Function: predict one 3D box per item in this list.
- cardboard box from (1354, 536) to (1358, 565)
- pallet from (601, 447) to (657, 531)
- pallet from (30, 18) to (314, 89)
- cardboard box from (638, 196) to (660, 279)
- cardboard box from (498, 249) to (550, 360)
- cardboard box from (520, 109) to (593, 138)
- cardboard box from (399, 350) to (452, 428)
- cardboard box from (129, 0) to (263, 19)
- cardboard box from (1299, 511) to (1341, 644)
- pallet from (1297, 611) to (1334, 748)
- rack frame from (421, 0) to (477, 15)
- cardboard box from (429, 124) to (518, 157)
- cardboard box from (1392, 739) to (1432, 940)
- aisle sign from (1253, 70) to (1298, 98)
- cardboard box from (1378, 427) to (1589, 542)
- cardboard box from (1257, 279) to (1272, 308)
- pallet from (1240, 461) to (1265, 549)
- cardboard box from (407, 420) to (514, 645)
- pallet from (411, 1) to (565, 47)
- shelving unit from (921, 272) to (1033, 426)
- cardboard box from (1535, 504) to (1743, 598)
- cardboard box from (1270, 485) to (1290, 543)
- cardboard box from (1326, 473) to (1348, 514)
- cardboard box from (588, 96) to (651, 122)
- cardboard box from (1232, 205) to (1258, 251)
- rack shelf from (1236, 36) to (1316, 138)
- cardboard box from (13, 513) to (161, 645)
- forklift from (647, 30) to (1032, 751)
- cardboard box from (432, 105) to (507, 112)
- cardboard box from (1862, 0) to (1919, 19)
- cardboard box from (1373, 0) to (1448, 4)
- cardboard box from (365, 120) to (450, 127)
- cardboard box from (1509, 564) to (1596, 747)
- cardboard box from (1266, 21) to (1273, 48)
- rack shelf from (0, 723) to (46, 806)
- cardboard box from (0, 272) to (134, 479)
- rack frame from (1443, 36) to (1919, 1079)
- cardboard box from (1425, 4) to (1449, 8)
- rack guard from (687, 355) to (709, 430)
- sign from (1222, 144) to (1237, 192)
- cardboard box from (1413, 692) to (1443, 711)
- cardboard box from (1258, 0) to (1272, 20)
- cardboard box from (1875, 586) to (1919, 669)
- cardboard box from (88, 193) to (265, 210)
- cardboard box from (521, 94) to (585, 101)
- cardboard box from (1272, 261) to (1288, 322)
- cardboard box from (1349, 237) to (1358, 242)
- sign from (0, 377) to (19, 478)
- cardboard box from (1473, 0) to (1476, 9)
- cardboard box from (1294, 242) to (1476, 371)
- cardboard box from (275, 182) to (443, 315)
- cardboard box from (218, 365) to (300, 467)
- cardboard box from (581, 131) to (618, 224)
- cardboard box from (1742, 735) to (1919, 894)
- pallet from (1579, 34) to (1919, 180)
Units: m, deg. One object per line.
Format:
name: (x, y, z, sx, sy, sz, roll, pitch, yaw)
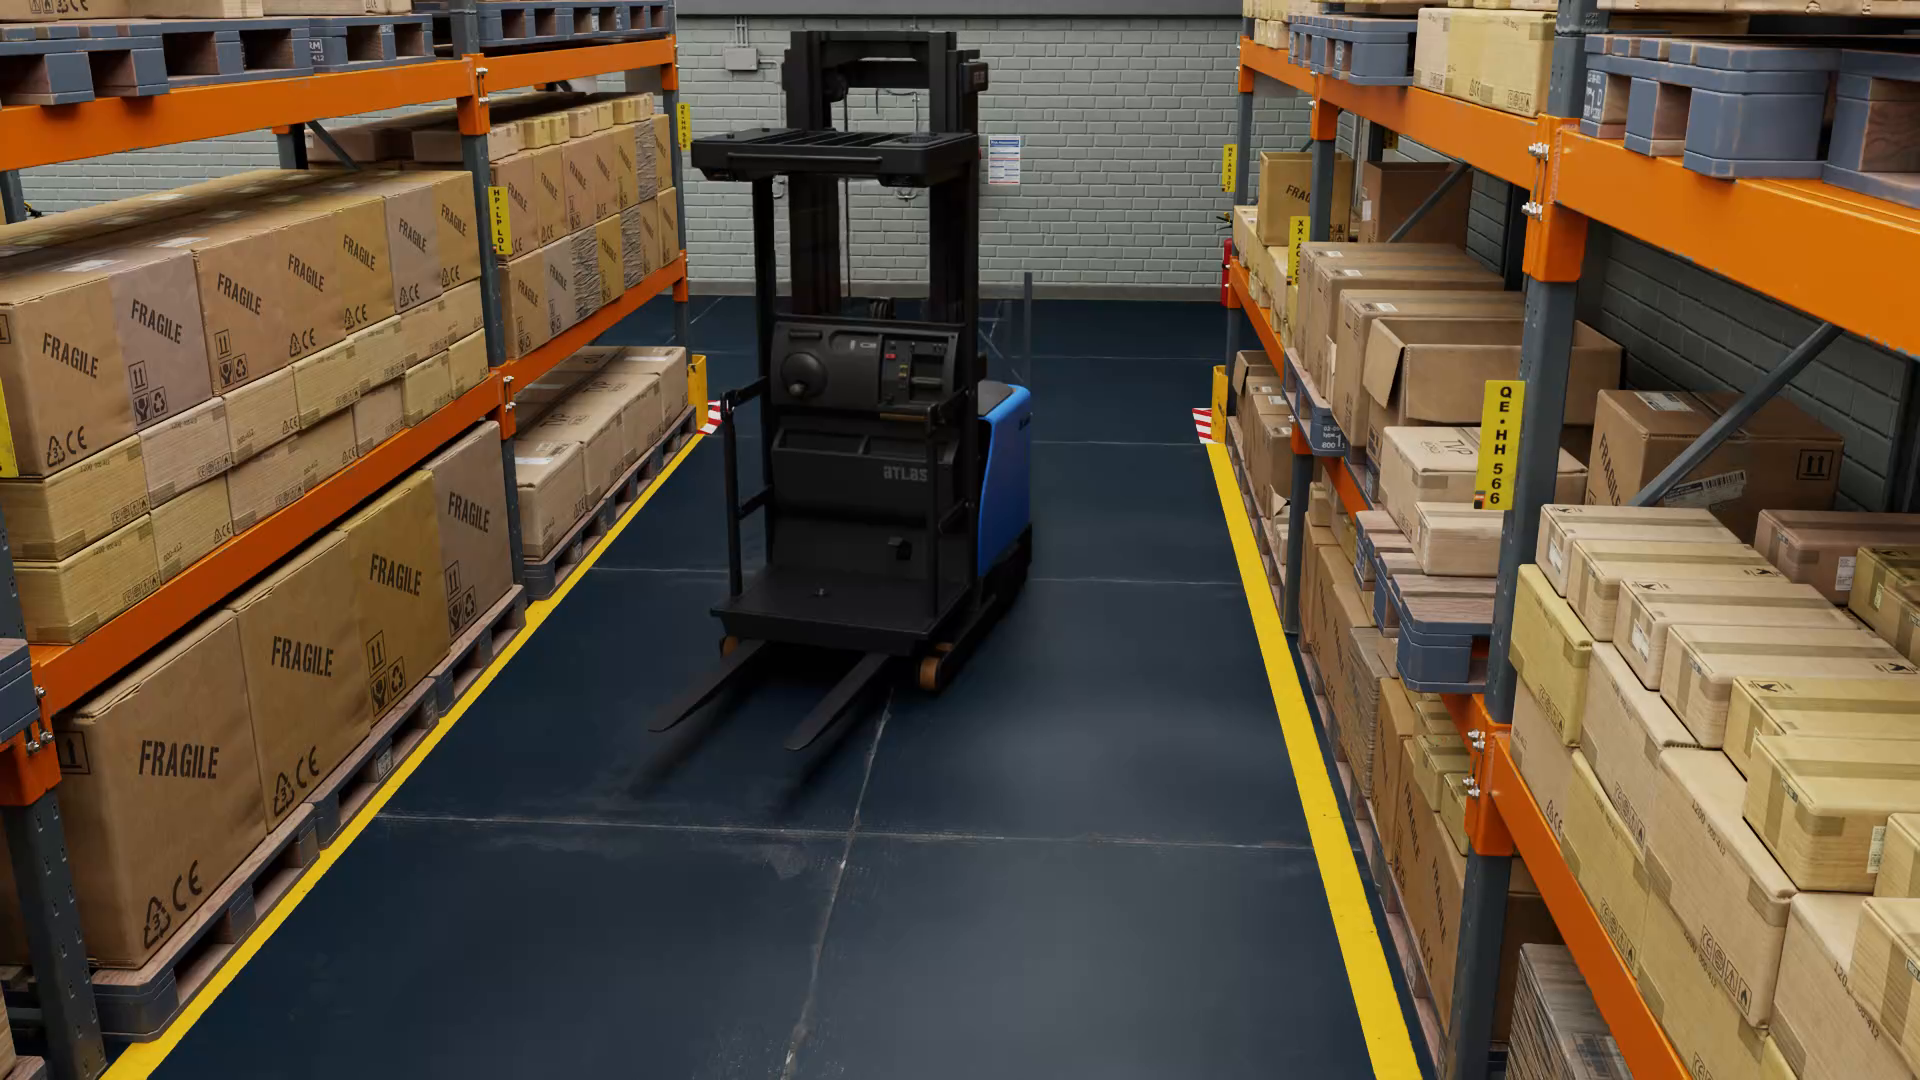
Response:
cardboard box: (1.906, 0.088, 7.136, 0.380, 0.149, 0.250, 1, 18, 3)
pallet: (-2.581, -0.350, 10.651, 1.003, 0.211, 1.213, 1, 18, 4)
pallet: (-3.014, -1.702, 5.787, 1.003, 0.211, 1.213, 2, 18, 6)
cardboard box: (-2.333, -2.039, 11.168, 0.500, 0.500, 0.500, 1, 18, 3)
cardboard box: (-2.503, -1.248, 8.753, 0.500, 0.500, 0.500, 2, 18, 6)
cardboard box: (-2.389, -2.456, 9.793, 0.380, 0.149, 0.250, 1, 18, 4)
cardboard box: (-2.616, -0.686, 7.440, 0.500, 0.250, 0.500, 1, 18, 3)
cardboard box: (-2.784, -1.984, 6.043, 0.380, 0.166, 0.250, 3, 18, 9)
cardboard box: (1.894, 0.183, 7.888, 0.500, 0.500, 0.500, 2, 18, 6)
pallet: (2.133, 0.628, 7.668, 1.003, 0.211, 1.213, 1, 18, 4)
rack frame: (-2.798, -3.911, 7.408, 1.000, 3.000, 0.127, 1, 18, 4)
cardboard box: (-2.514, -2.063, 8.595, 0.380, 0.149, 0.250, 2, 18, 5)
cardboard box: (1.729, 0.989, 5.429, 0.500, 0.500, 0.500, 1, 18, 3)
aisle sign: (2.152, -3.456, 11.478, 0.394, 0.787, 0.004, 1, 18, 4)
cardboard box: (1.619, -0.172, 5.196, 0.500, 0.250, 0.500, 0, 18, 1)
cardboard box: (2.002, -1.496, 10.076, 0.380, 0.149, 0.250, 2, 18, 5)
pallet: (2.288, -0.219, 10.252, 1.003, 0.211, 1.213, 1, 18, 4)
cardboard box: (-2.763, -0.056, 8.014, 0.875, 0.875, 0.875, 2, 18, 6)
pallet: (-2.729, -2.697, 8.663, 1.003, 0.211, 1.213, 1, 18, 4)
shelving unit: (0.110, -0.761, 9.836, 0.538, 1.500, 1.048, 3, 18, 8)
cardboard box: (1.550, 0.028, 3.817, 0.380, 0.149, 0.250, 2, 18, 6)
cardboard box: (1.926, -0.141, 9.254, 0.396, 0.266, 0.258, 2, 18, 6)
cardboard box: (1.891, -0.225, 7.612, 0.380, 0.149, 0.250, 0, 18, 1)
cardboard box: (-2.266, -2.856, 11.014, 0.380, 0.149, 0.250, 1, 18, 3)
cardboard box: (2.139, -2.128, 11.364, 0.500, 0.250, 0.500, 1, 18, 4)
rack shelf: (2.297, -2.655, 9.548, 1.077, 0.370, 4.000, 1, 18, 4)
cardboard box: (-2.799, 0.107, 5.021, 0.500, 0.250, 0.500, 1, 18, 3)
forklift: (-0.521, -0.822, 7.725, 1.130, 2.935, 3.031, 5, 19, 16)
cardboard box: (-2.966, -2.549, 10.076, 0.380, 0.149, 0.250, 1, 18, 3)
cardboard box: (1.498, -0.893, 2.017, 0.500, 0.500, 0.500, 2, 18, 5)
cardboard box: (1.650, -1.942, 5.783, 0.380, 0.149, 0.250, 2, 18, 5)
cardboard box: (-2.939, -2.151, 8.861, 0.380, 0.149, 0.250, 1, 18, 4)
cardboard box: (1.566, 0.257, 3.759, 0.500, 0.250, 0.500, 1, 18, 4)
cardboard box: (1.978, -2.931, 9.638, 0.380, 0.149, 0.250, 1, 18, 4)
rack shelf: (-3.228, 1.145, 2.767, 1.077, 0.370, 4.000, 1, 18, 4)
cardboard box: (-2.805, -0.488, 4.830, 0.500, 0.500, 0.500, 1, 18, 2)
rack frame: (1.866, 0.292, 4.216, 1.000, 3.000, 0.127, 1, 18, 4)
cardboard box: (2.473, -2.597, 7.977, 0.500, 0.250, 0.500, 1, 18, 3)
rack guard: (-2.509, -1.122, 12.545, 1.175, 0.500, 0.348, 1, 18, 4)
sign: (1.899, -2.616, 11.701, 0.100, 0.325, 0.005, 1, 18, 4)
cardboard box: (1.765, 0.565, 5.679, 0.380, 0.149, 0.250, 2, 18, 6)
cardboard box: (2.070, -3.240, 9.939, 0.500, 0.250, 0.500, 1, 18, 2)
cardboard box: (2.058, 0.204, 3.280, 0.380, 0.149, 0.250, 1, 18, 4)
cardboard box: (-3.164, -1.138, 6.814, 0.500, 0.500, 0.500, 1, 18, 3)
cardboard box: (-2.761, -2.947, 11.290, 0.380, 0.149, 0.250, 2, 18, 5)
cardboard box: (1.968, -1.340, 8.959, 0.500, 0.250, 0.500, 1, 18, 4)
cardboard box: (2.556, -1.638, 9.868, 0.500, 0.250, 0.500, 1, 18, 4)
sign: (-2.543, -0.321, 4.354, 0.100, 0.325, 0.005, 1, 18, 4)
cardboard box: (1.776, -1.683, 5.026, 0.380, 0.149, 0.250, 1, 18, 4)
cardboard box: (1.895, -1.053, 7.483, 0.700, 0.500, 0.500, 2, 18, 5)
cardboard box: (-2.609, -1.278, 7.239, 0.500, 0.500, 0.500, 2, 18, 5)
cardboard box: (-2.716, -0.451, 5.921, 0.500, 0.250, 0.500, 1, 18, 4)
cardboard box: (-2.393, -2.198, 10.046, 0.500, 0.500, 0.500, 1, 18, 4)
cardboard box: (1.468, 0.429, 2.593, 0.380, 0.149, 0.250, 2, 18, 5)
pallet: (1.907, -0.831, 3.129, 1.213, 0.211, 1.003, 2, 18, 6)
